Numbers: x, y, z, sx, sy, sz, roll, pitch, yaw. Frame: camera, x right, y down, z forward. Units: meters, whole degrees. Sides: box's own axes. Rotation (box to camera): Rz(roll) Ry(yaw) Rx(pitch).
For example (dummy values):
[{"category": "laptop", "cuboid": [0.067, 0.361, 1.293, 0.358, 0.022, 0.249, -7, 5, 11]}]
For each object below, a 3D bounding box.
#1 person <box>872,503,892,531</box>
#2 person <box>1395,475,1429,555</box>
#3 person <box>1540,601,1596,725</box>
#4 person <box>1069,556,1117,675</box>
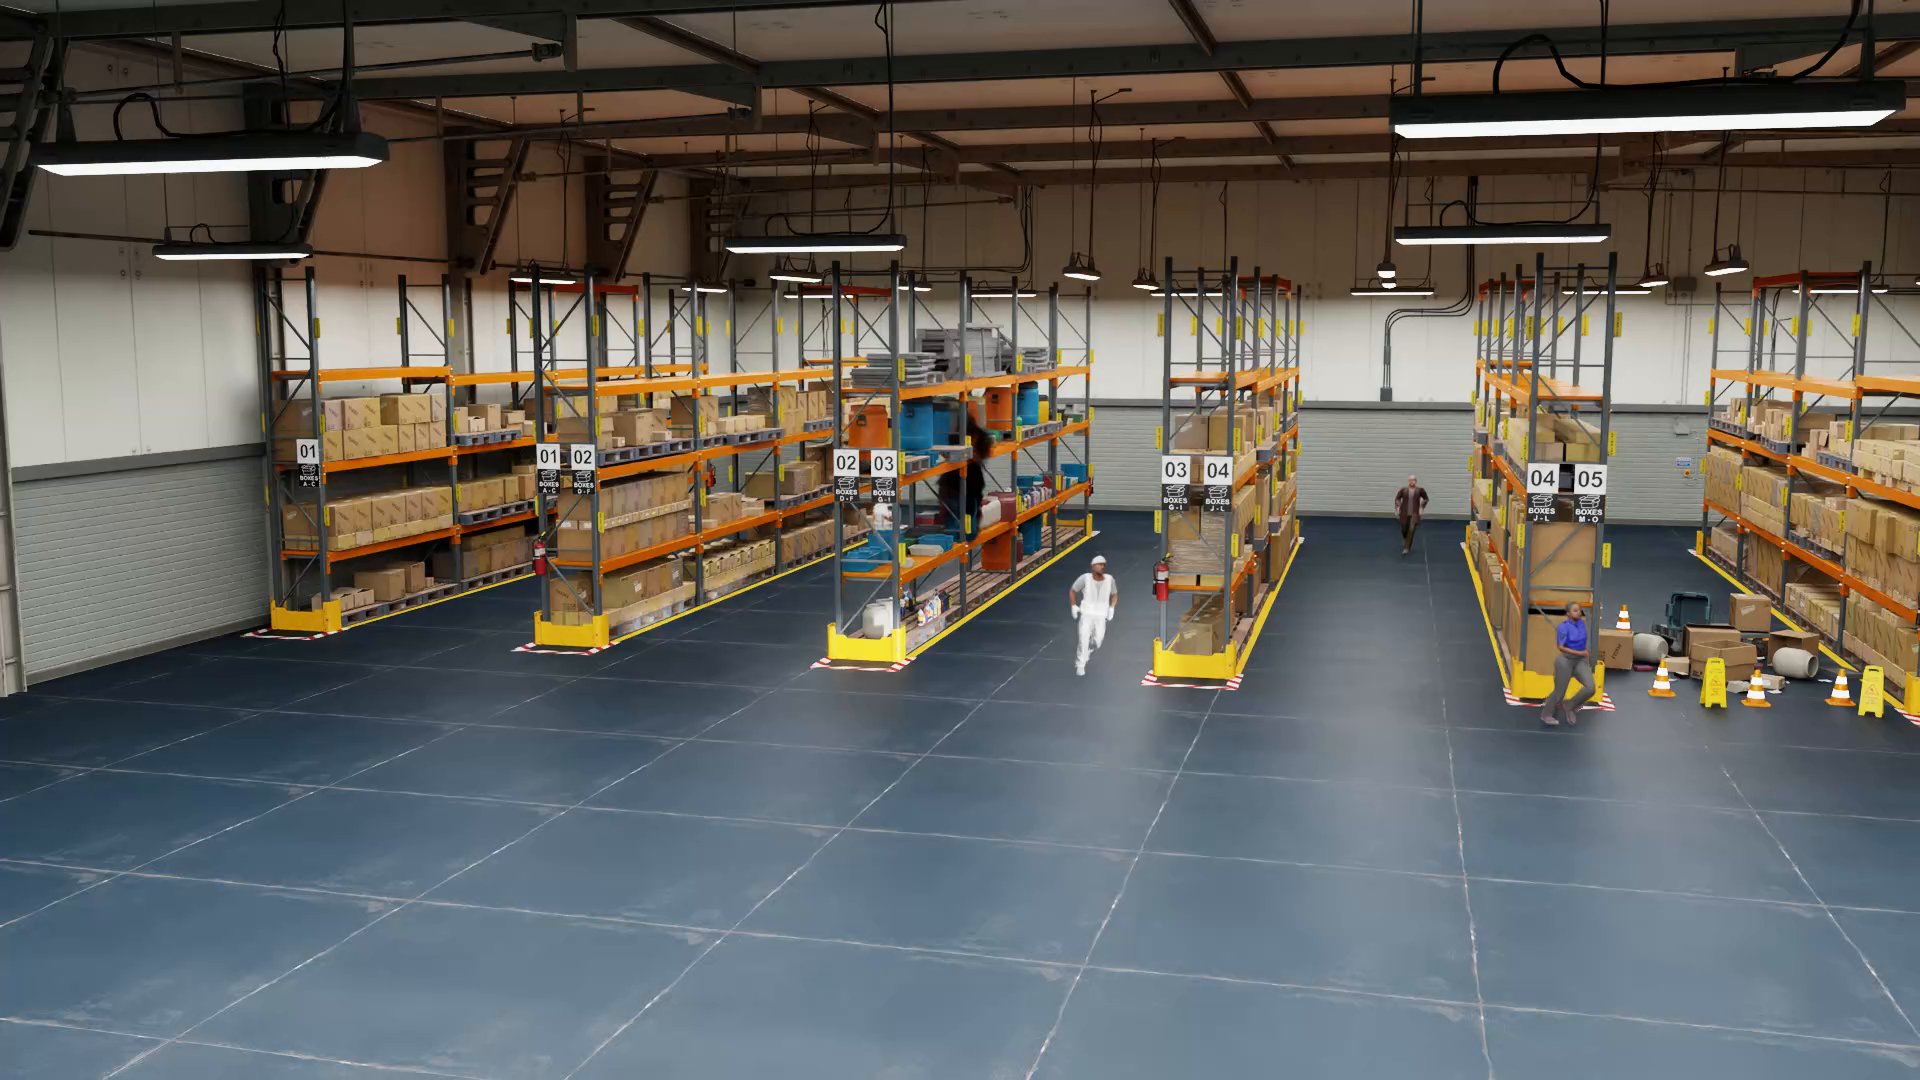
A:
[{"category": "person", "cuboid": [-1.433, -0.134, 31.914, 0.598, 1.689, 0.863, 1, 7, 8]}, {"category": "person", "cuboid": [10.108, -0.574, 37.270, 0.729, 1.753, 0.861, 3, 8, 21]}, {"category": "person", "cuboid": [7.675, 1.559, 20.808, 0.589, 1.595, 0.802, -3, 8, -21]}, {"category": "person", "cuboid": [1.949, 1.080, 24.336, 0.727, 1.724, 0.596, -1, 7, -5]}]
